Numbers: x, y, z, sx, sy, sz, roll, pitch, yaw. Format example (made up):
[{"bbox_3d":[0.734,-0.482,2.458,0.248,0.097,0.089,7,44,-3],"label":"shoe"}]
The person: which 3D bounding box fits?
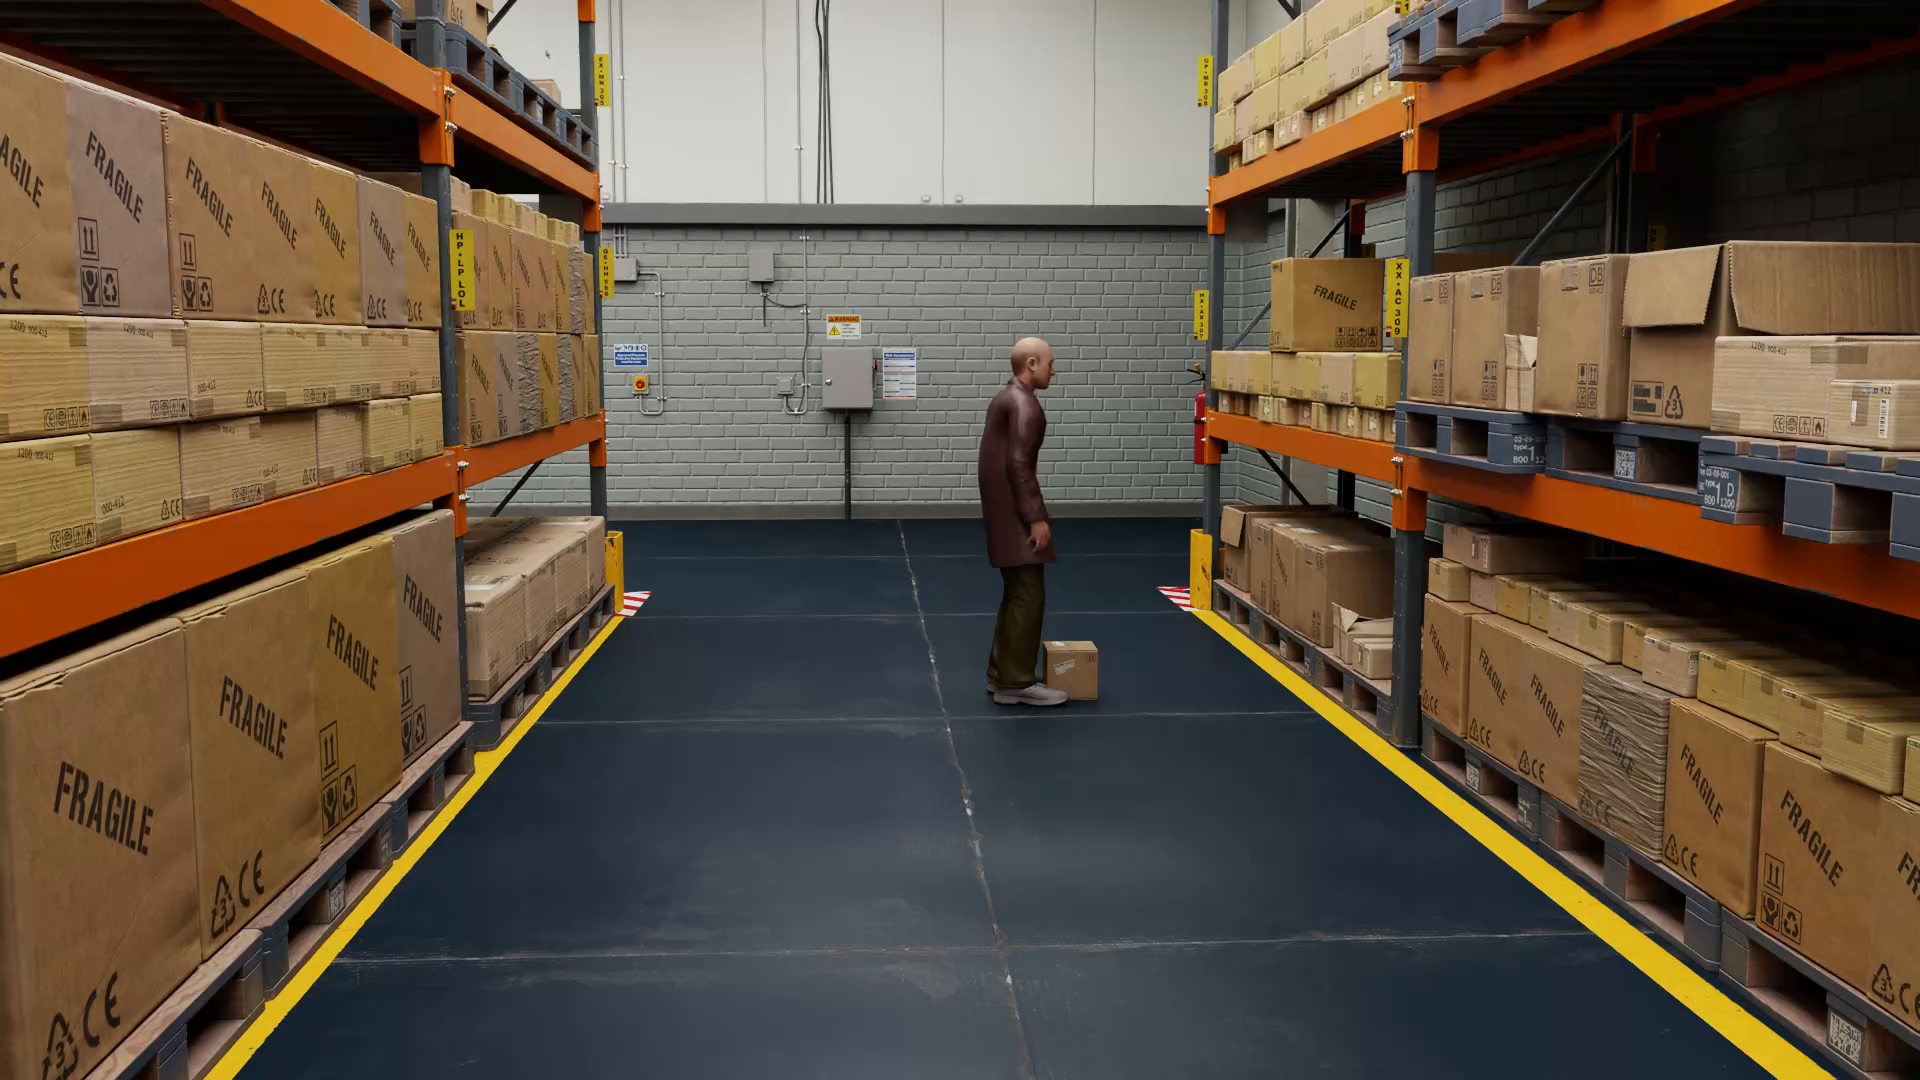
[{"bbox_3d":[0.301,-0.008,8.207,0.416,1.577,0.656,-1,7,-6],"label":"person"}]
